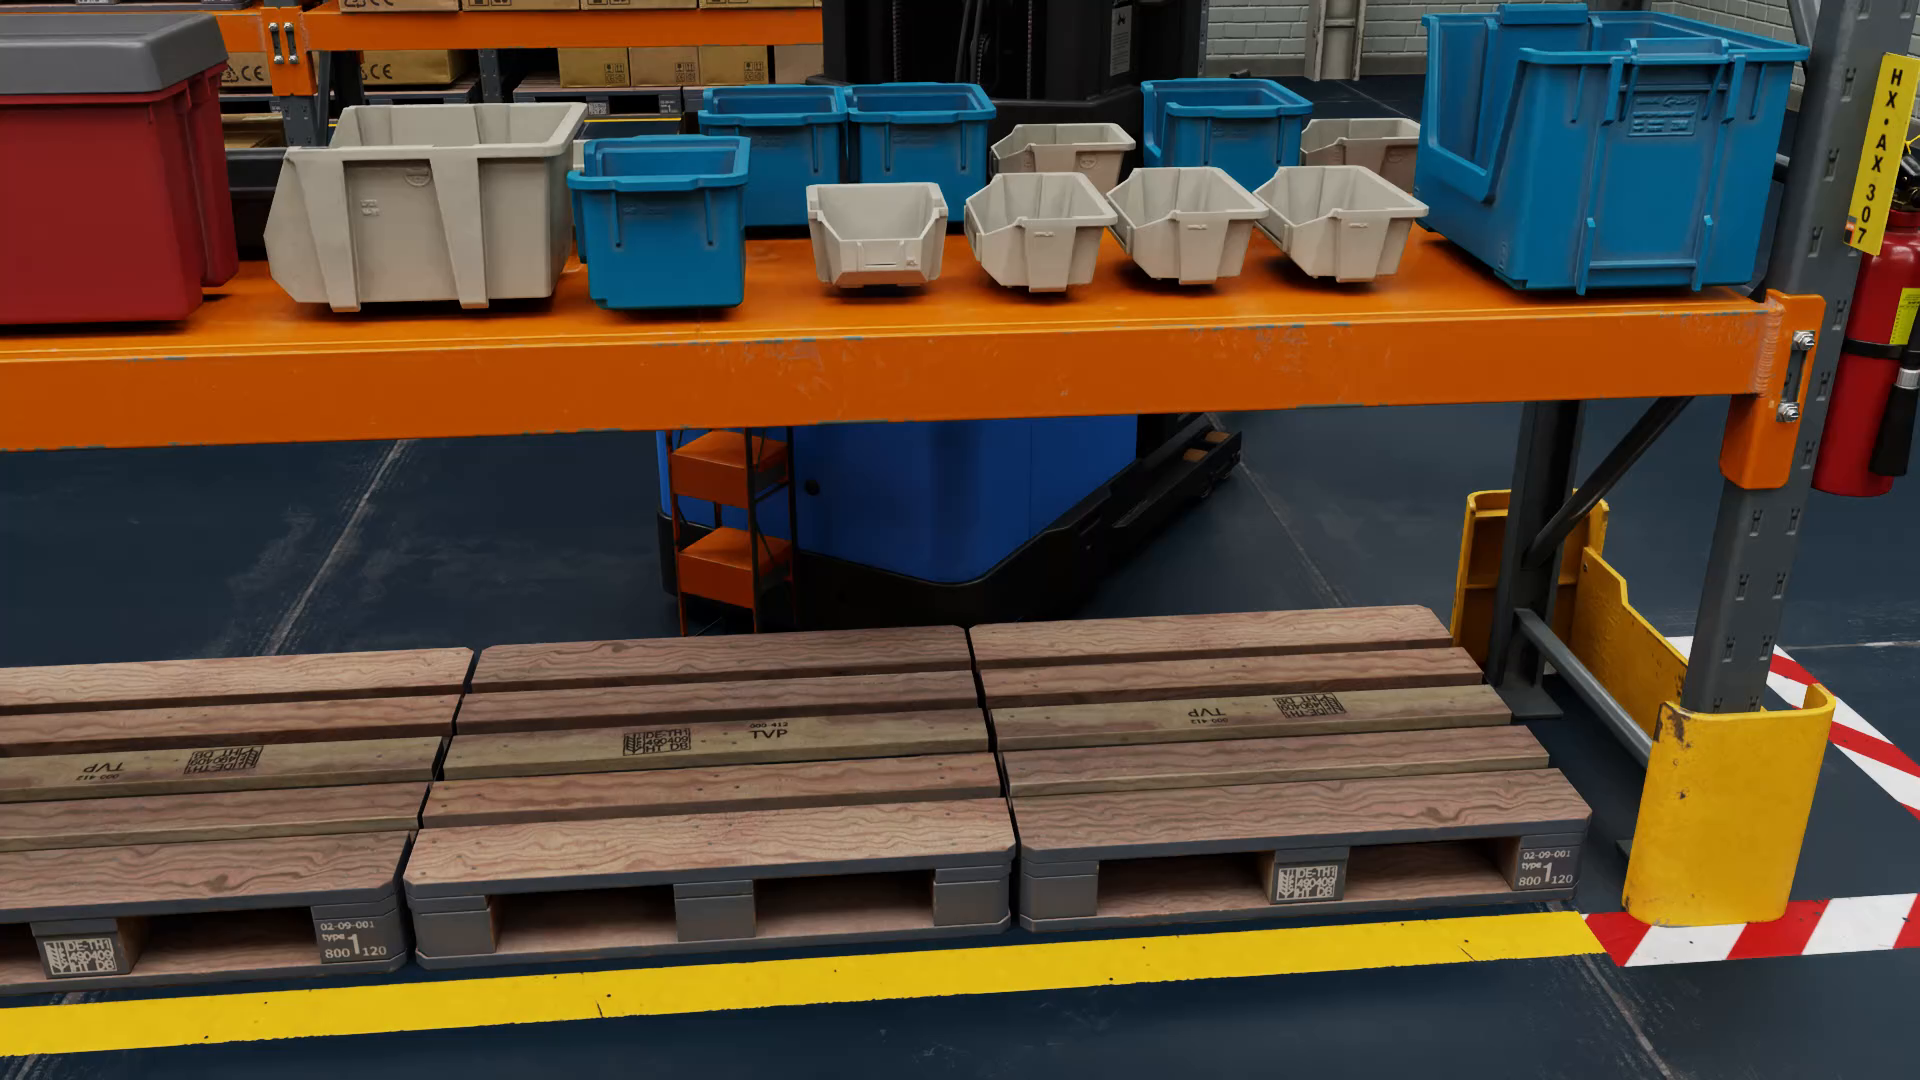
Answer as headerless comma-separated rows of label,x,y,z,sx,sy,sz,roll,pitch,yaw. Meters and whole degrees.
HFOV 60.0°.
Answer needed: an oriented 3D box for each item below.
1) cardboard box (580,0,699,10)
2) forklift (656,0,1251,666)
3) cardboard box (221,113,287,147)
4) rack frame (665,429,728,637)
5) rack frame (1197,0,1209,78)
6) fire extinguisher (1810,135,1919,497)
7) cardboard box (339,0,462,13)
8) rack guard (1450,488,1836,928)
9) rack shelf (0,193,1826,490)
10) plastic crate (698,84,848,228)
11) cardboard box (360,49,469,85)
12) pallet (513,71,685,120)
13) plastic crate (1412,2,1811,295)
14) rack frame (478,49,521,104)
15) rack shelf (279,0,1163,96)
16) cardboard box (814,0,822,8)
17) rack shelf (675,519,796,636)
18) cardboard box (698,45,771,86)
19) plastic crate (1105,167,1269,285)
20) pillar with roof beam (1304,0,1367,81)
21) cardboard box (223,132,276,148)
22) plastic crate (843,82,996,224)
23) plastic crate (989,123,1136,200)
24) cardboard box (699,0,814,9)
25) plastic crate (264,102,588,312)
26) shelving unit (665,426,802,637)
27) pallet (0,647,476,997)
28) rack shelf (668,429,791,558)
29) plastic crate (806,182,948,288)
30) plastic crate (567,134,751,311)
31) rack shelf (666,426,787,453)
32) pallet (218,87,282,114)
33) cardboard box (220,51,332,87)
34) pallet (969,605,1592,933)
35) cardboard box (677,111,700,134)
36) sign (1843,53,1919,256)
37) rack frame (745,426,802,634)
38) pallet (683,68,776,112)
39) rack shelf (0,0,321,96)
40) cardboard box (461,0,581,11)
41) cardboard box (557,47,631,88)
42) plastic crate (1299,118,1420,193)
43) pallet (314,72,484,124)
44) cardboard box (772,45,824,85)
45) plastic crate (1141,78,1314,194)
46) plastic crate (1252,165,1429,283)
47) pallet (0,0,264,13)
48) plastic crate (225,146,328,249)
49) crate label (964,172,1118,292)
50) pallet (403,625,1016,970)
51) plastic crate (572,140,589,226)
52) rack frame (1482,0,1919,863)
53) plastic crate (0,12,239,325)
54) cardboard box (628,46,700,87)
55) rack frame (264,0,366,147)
cardboard box,-1.425,-2.641,7.377,0.500,0.500,0.500,-2,24,-5
forklift,0.314,-1.561,5.154,1.130,2.935,3.031,13,27,27
cardboard box,-3.471,-1.783,8.104,0.500,0.500,0.500,-3,24,-8
rack frame,-0.693,-0.165,4.330,0.008,1.050,0.200,12,27,25
rack frame,1.015,-2.804,7.866,0.127,3.000,1.000,-2,24,-5
fire extinguisher,1.693,-0.419,3.053,0.183,0.674,0.296,-2,24,-5
cardboard box,-2.432,-2.601,7.285,0.500,0.500,0.500,-2,24,-4
rack guard,1.520,0.334,3.883,0.348,0.500,1.175,-2,24,-5
rack shelf,-0.493,-0.394,3.328,4.000,0.370,1.077,-2,24,-5
plastic crate,-0.389,-0.812,3.515,0.300,0.233,0.416,-2,24,-5
cardboard box,-4.091,-3.778,12.186,0.750,0.750,0.750,-2,24,-5
pallet,-2.692,-3.371,12.575,1.213,0.211,1.003,-2,24,-5
plastic crate,1.183,-0.757,3.142,0.499,0.435,0.616,-2,24,-5
rack frame,-3.457,-4.647,12.012,0.127,3.000,1.000,-2,24,-5
rack shelf,-0.976,-2.396,7.833,4.000,0.370,1.077,-2,24,-5
cardboard box,-0.417,-2.682,7.469,0.500,0.500,0.500,-2,24,-5
rack shelf,-0.585,0.121,4.395,0.240,0.259,0.215,12,27,25
cardboard box,-1.691,-3.723,12.494,0.500,0.500,0.700,-2,24,-4
plastic crate,0.414,-0.598,3.152,0.243,0.136,0.396,-2,24,-5
pillar with roof beam,3.549,-6.265,8.267,0.400,9.000,9.100,-2,24,-5
cardboard box,-3.429,-1.568,7.621,0.500,0.500,0.500,-2,24,-5
plastic crate,-0.091,-0.824,3.542,0.300,0.233,0.416,-2,24,-5
plastic crate,0.217,-0.826,3.666,0.298,0.136,0.250,-2,24,-5
cardboard box,-0.919,-2.662,7.424,0.500,0.500,0.500,-3,24,-6
plastic crate,-0.945,-0.602,2.984,0.530,0.282,0.437,-2,24,-5
shelving unit,-0.585,-0.143,4.278,0.252,1.050,0.215,12,27,25
pallet,-1.755,0.587,3.670,1.213,0.211,1.003,-2,24,-5
rack shelf,-0.585,-0.133,4.282,0.240,0.259,0.215,12,27,25
plastic crate,-0.153,-0.557,3.062,0.250,0.136,0.298,-2,24,-5
plastic crate,-0.521,-0.567,2.966,0.300,0.233,0.416,-2,24,-5
rack shelf,-0.585,-0.392,4.167,0.240,0.259,0.215,12,27,25
pallet,-5.434,-3.261,12.328,1.213,0.211,1.003,-2,24,-5
cardboard box,-4.975,-3.741,12.104,0.750,0.750,0.750,-2,24,-4
pallet,0.673,0.489,3.889,1.213,0.211,1.003,-2,24,-5
cardboard box,-1.097,-1.782,8.098,0.637,0.503,0.797,-2,24,-5
sign,1.568,-0.655,2.830,0.005,0.325,0.100,-2,24,-5
rack frame,-0.477,-0.120,4.227,0.008,1.050,0.200,12,27,25
pallet,-1.475,-3.421,12.688,1.213,0.211,1.003,-2,24,-5
rack shelf,-4.956,-2.236,7.474,4.000,0.370,1.077,-2,24,-5
cardboard box,-1.923,-2.622,7.334,0.500,0.500,0.500,-2,24,-4
cardboard box,-2.702,-3.685,12.408,0.500,0.500,0.700,-2,24,-4
plastic crate,0.892,-0.853,3.727,0.298,0.136,0.250,-2,24,-5
pallet,-4.217,-3.311,12.440,1.213,0.211,1.003,-2,24,-5
cardboard box,-1.161,-3.747,12.549,0.500,0.500,0.700,-3,24,-7
plastic crate,0.565,-0.850,3.602,0.300,0.233,0.416,-2,24,-5
plastic crate,0.704,-0.603,3.165,0.243,0.136,0.396,-2,24,-5
pallet,-3.772,-2.569,7.574,1.213,0.211,1.003,-2,24,-5
plastic crate,-1.395,-0.697,3.391,0.590,0.125,0.437,-2,24,-5
crate label,0.139,-0.577,3.105,0.243,0.136,0.396,-2,24,-5
pallet,-0.538,0.537,3.783,1.213,0.211,1.003,-2,24,-5
plastic crate,-0.779,-0.740,3.473,0.466,0.136,0.293,-2,24,-5
rack frame,1.498,-0.802,3.362,0.127,3.000,1.000,-2,24,-5
plastic crate,-1.570,-0.633,2.829,0.583,0.464,0.402,-2,24,-5
cardboard box,-2.202,-3.704,12.450,0.500,0.500,0.700,-3,24,-6
rack frame,-2.966,-2.645,7.507,0.127,3.000,1.000,-2,24,-5
